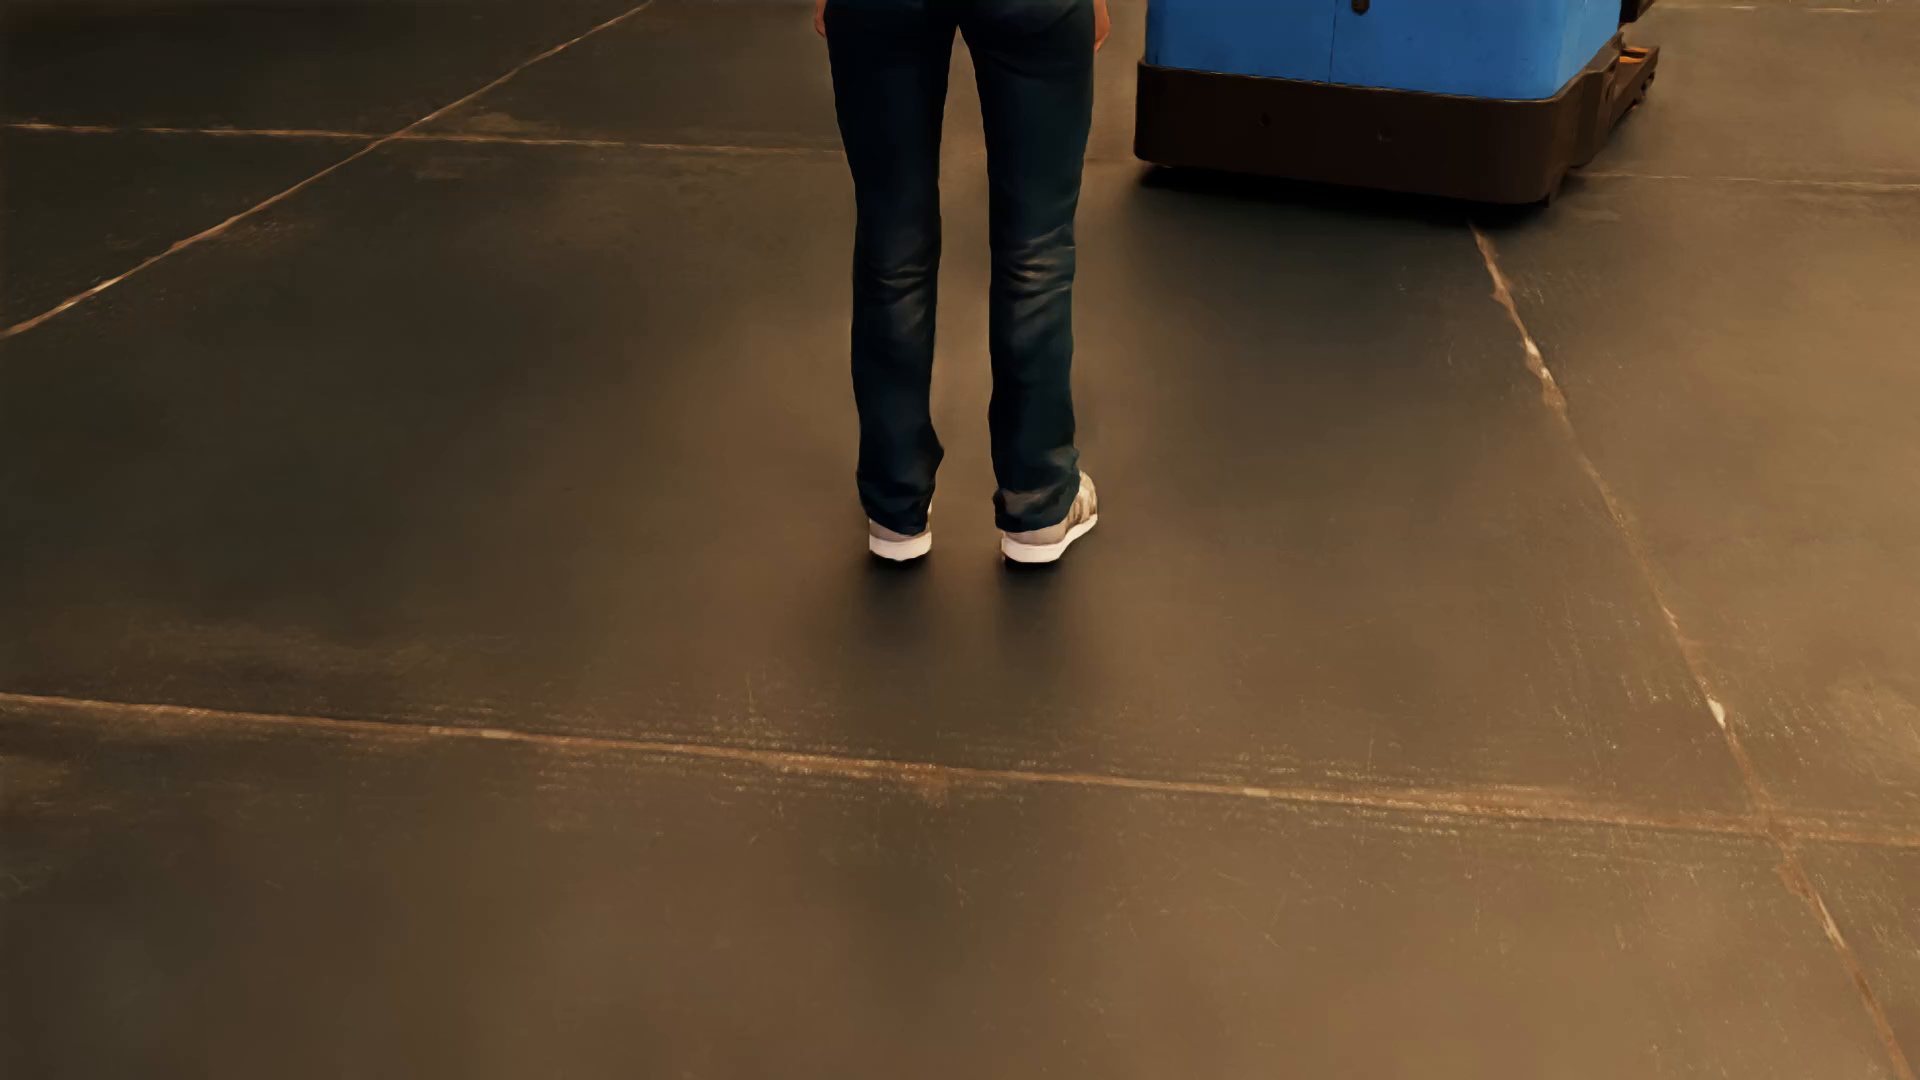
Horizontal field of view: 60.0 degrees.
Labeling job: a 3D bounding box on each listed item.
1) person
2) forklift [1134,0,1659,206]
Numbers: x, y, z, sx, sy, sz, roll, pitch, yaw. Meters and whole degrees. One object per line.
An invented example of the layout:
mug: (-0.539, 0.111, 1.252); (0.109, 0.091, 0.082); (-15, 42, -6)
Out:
person: (0.001, -0.720, 2.151); (0.405, 1.604, 0.311); (3, 27, 7)
forklift: (1.587, -2.730, 4.690); (1.130, 2.935, 3.031); (13, 29, 24)
